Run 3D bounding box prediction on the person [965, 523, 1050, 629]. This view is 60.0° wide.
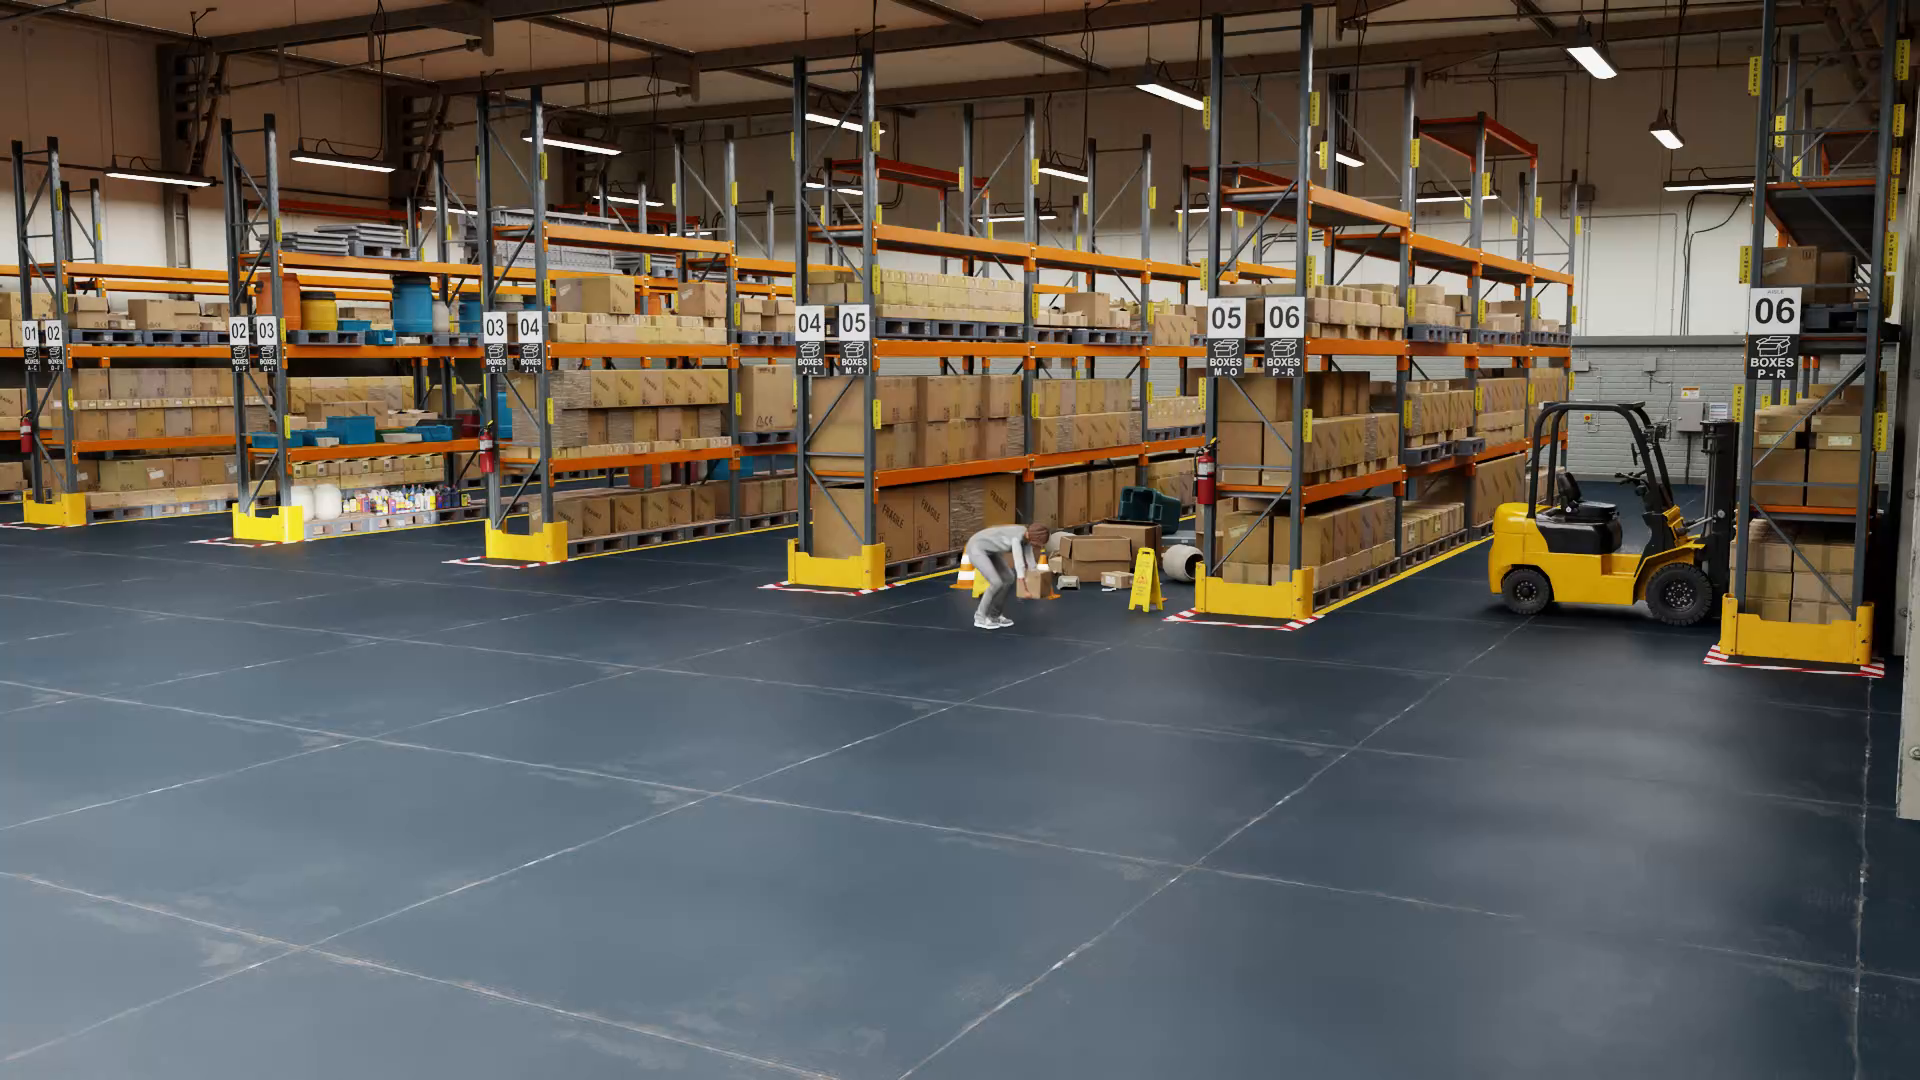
[{"bbox_3d":[0.460,0.338,16.041,0.855,1.039,0.407,3,7,26],"label":"person"}]
